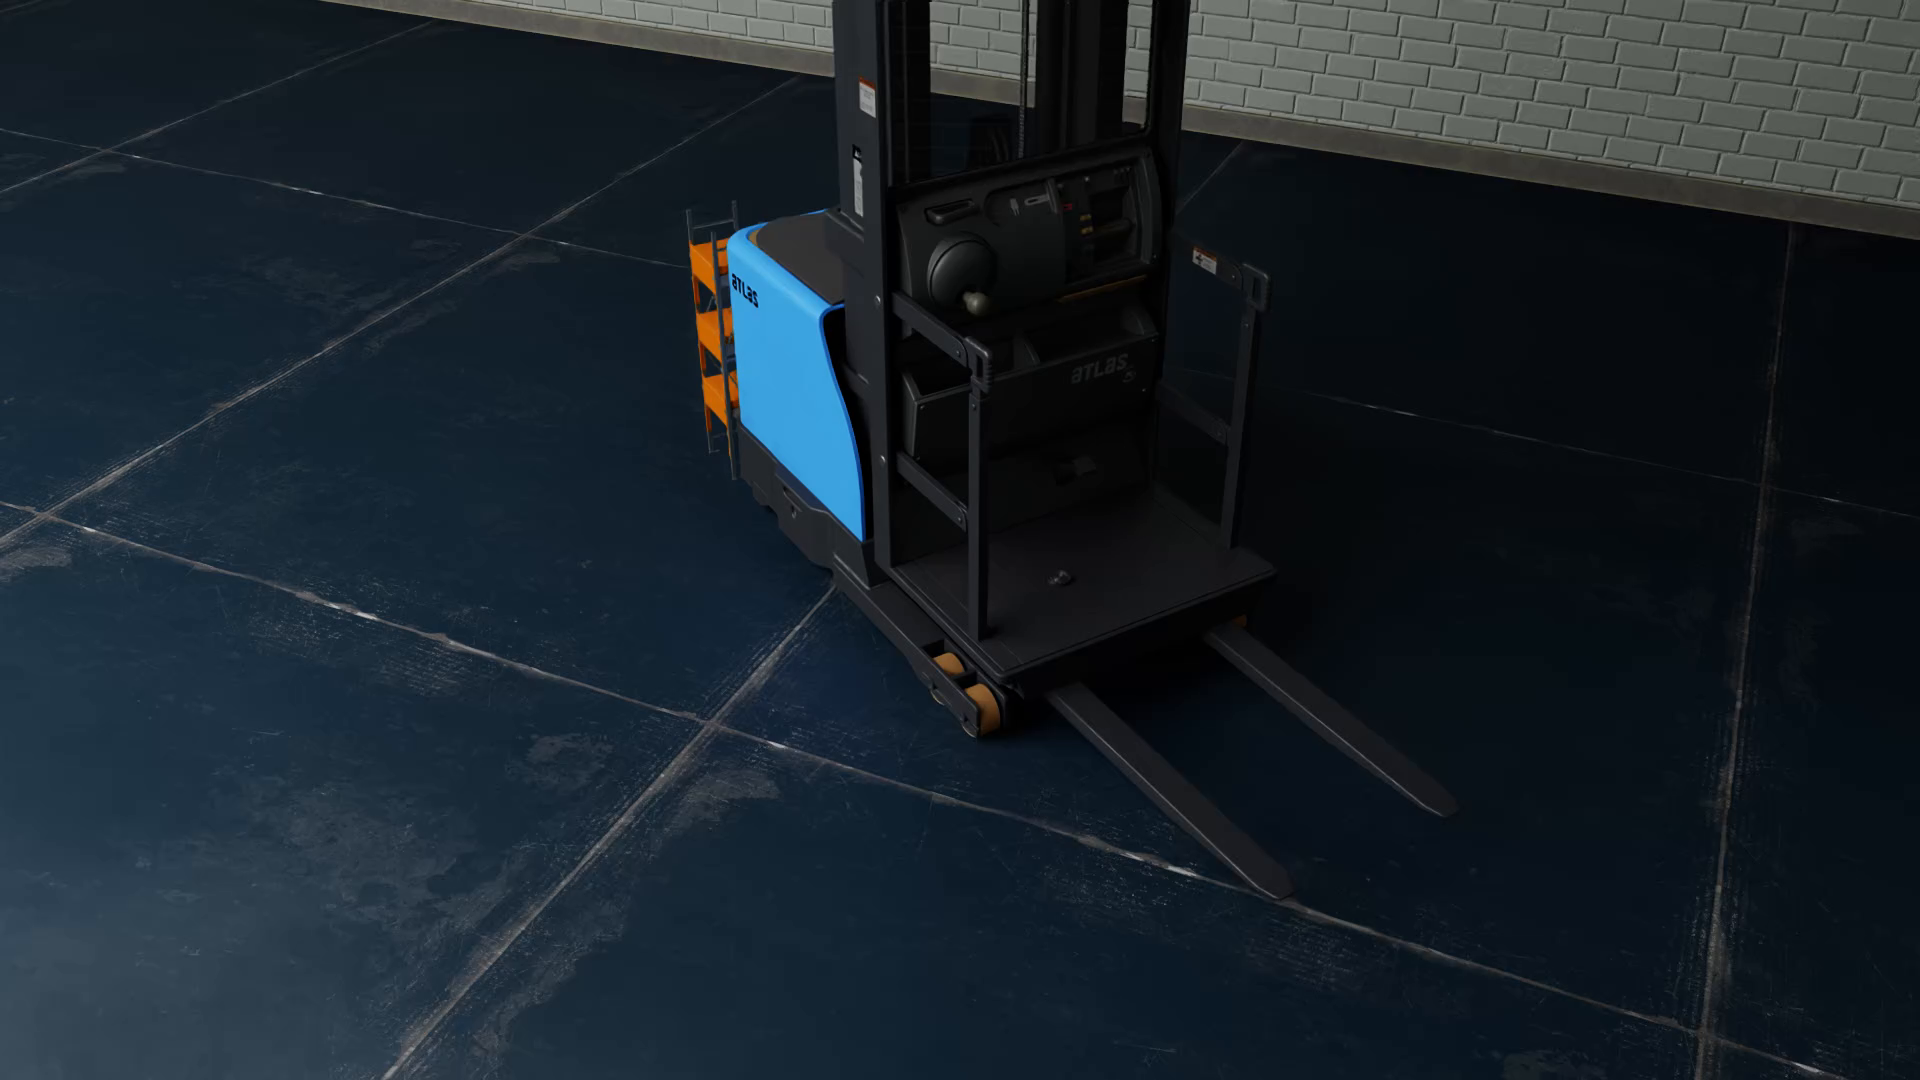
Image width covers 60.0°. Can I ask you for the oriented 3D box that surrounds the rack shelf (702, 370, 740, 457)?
[{"bbox_3d":[-0.875,-0.520,6.611,0.215,0.259,0.240,-17,37,-24],"label":"rack shelf"}]

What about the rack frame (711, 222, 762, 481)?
[{"bbox_3d":[-0.816,-0.703,6.364,0.200,1.050,0.008,-17,37,-24],"label":"rack frame"}]

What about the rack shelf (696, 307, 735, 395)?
[{"bbox_3d":[-0.875,-0.752,6.459,0.215,0.259,0.240,-17,37,-24],"label":"rack shelf"}]

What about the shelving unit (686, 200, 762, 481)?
[{"bbox_3d":[-0.875,-0.761,6.453,0.215,1.050,0.252,-17,37,-24],"label":"shelving unit"}]

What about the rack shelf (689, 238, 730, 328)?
[{"bbox_3d":[-0.875,-0.989,6.303,0.215,0.259,0.240,-17,37,-24],"label":"rack shelf"}]

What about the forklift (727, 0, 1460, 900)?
[{"bbox_3d":[0.338,-0.892,4.938,1.130,2.935,3.031,-18,38,-26],"label":"forklift"}]

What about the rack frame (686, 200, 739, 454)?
[{"bbox_3d":[-0.935,-0.819,6.542,0.200,1.050,0.008,-17,37,-24],"label":"rack frame"}]
